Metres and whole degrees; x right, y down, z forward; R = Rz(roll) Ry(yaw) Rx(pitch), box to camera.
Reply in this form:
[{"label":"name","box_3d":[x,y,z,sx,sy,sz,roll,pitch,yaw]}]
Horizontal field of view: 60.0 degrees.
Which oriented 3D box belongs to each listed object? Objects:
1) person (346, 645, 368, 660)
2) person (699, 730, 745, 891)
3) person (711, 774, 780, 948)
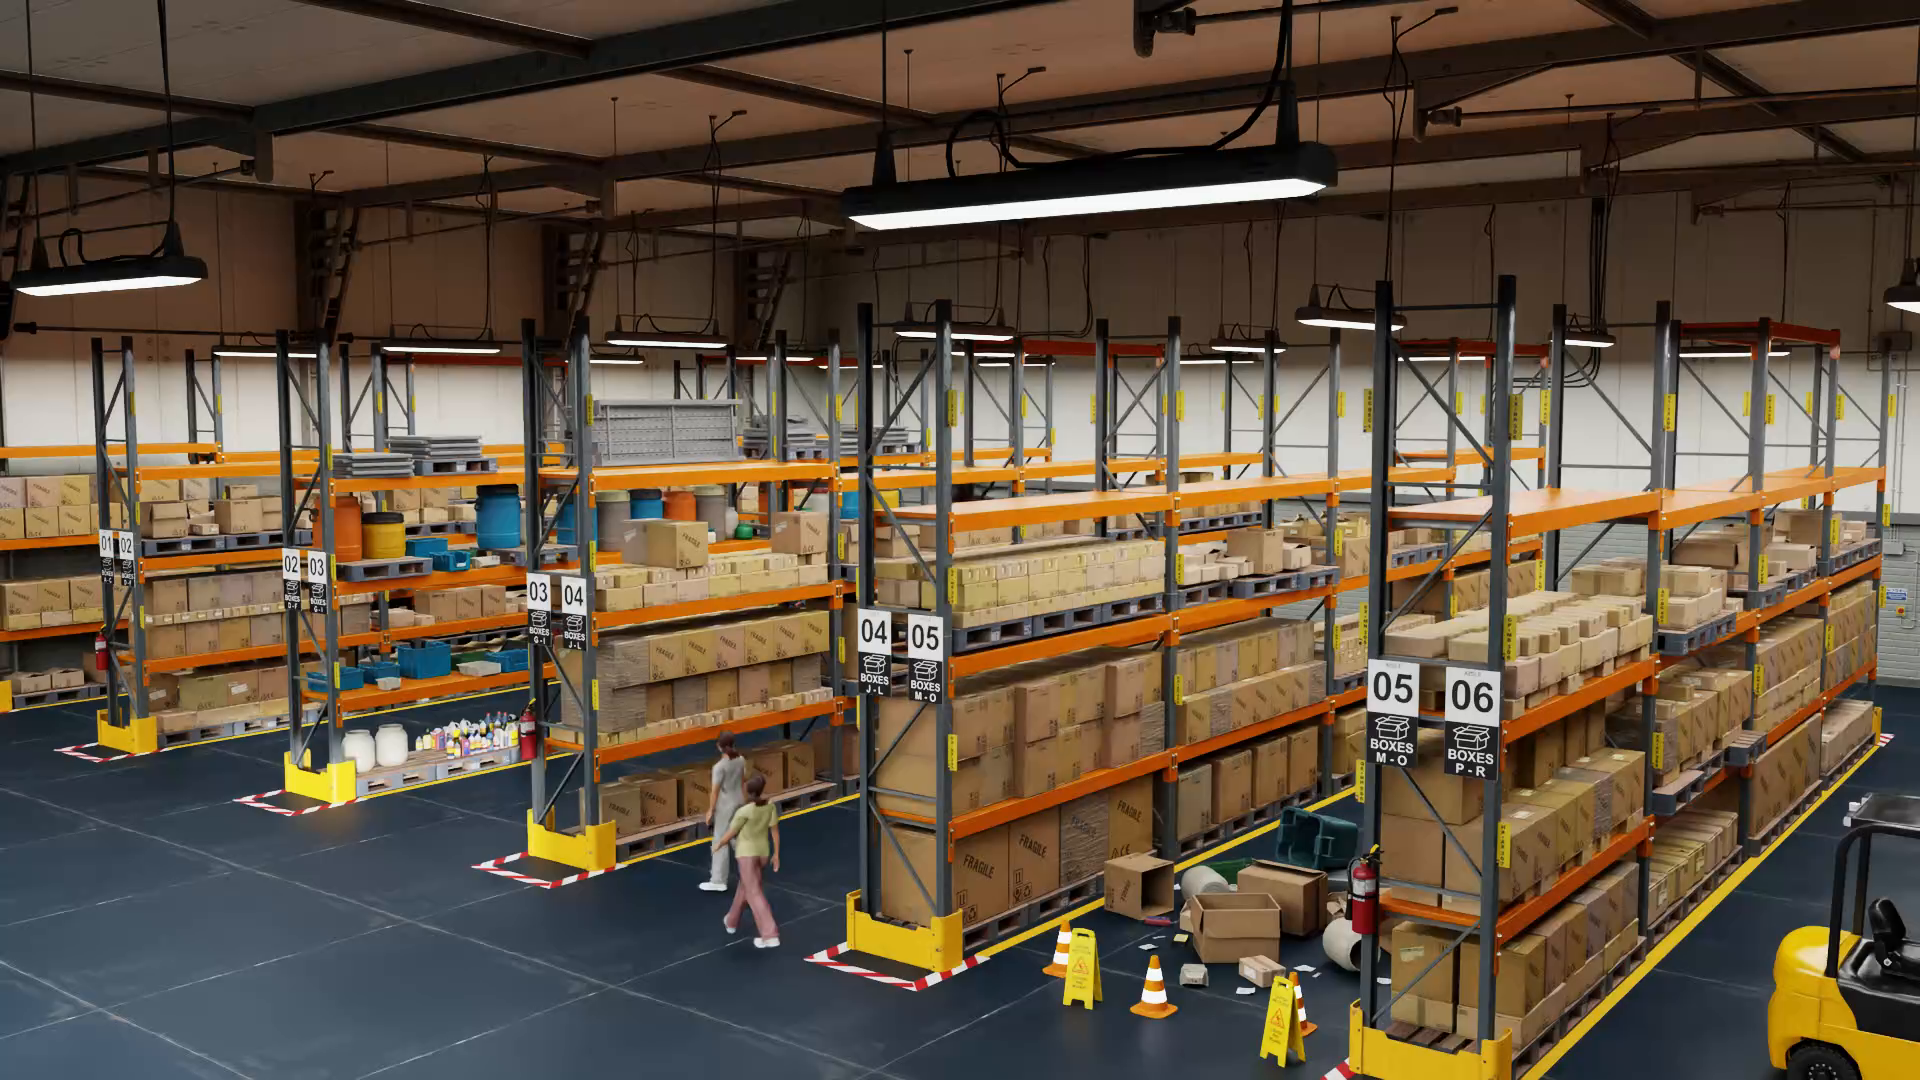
[{"label":"person","box_3d":[-11.168,1.675,30.646,0.530,1.706,0.375,-2,6,-25]},{"label":"person","box_3d":[-2.424,2.808,17.395,0.492,1.677,0.536,2,6,25]},{"label":"person","box_3d":[-1.992,2.987,15.715,0.492,1.605,1.026,-5,7,-45]}]
